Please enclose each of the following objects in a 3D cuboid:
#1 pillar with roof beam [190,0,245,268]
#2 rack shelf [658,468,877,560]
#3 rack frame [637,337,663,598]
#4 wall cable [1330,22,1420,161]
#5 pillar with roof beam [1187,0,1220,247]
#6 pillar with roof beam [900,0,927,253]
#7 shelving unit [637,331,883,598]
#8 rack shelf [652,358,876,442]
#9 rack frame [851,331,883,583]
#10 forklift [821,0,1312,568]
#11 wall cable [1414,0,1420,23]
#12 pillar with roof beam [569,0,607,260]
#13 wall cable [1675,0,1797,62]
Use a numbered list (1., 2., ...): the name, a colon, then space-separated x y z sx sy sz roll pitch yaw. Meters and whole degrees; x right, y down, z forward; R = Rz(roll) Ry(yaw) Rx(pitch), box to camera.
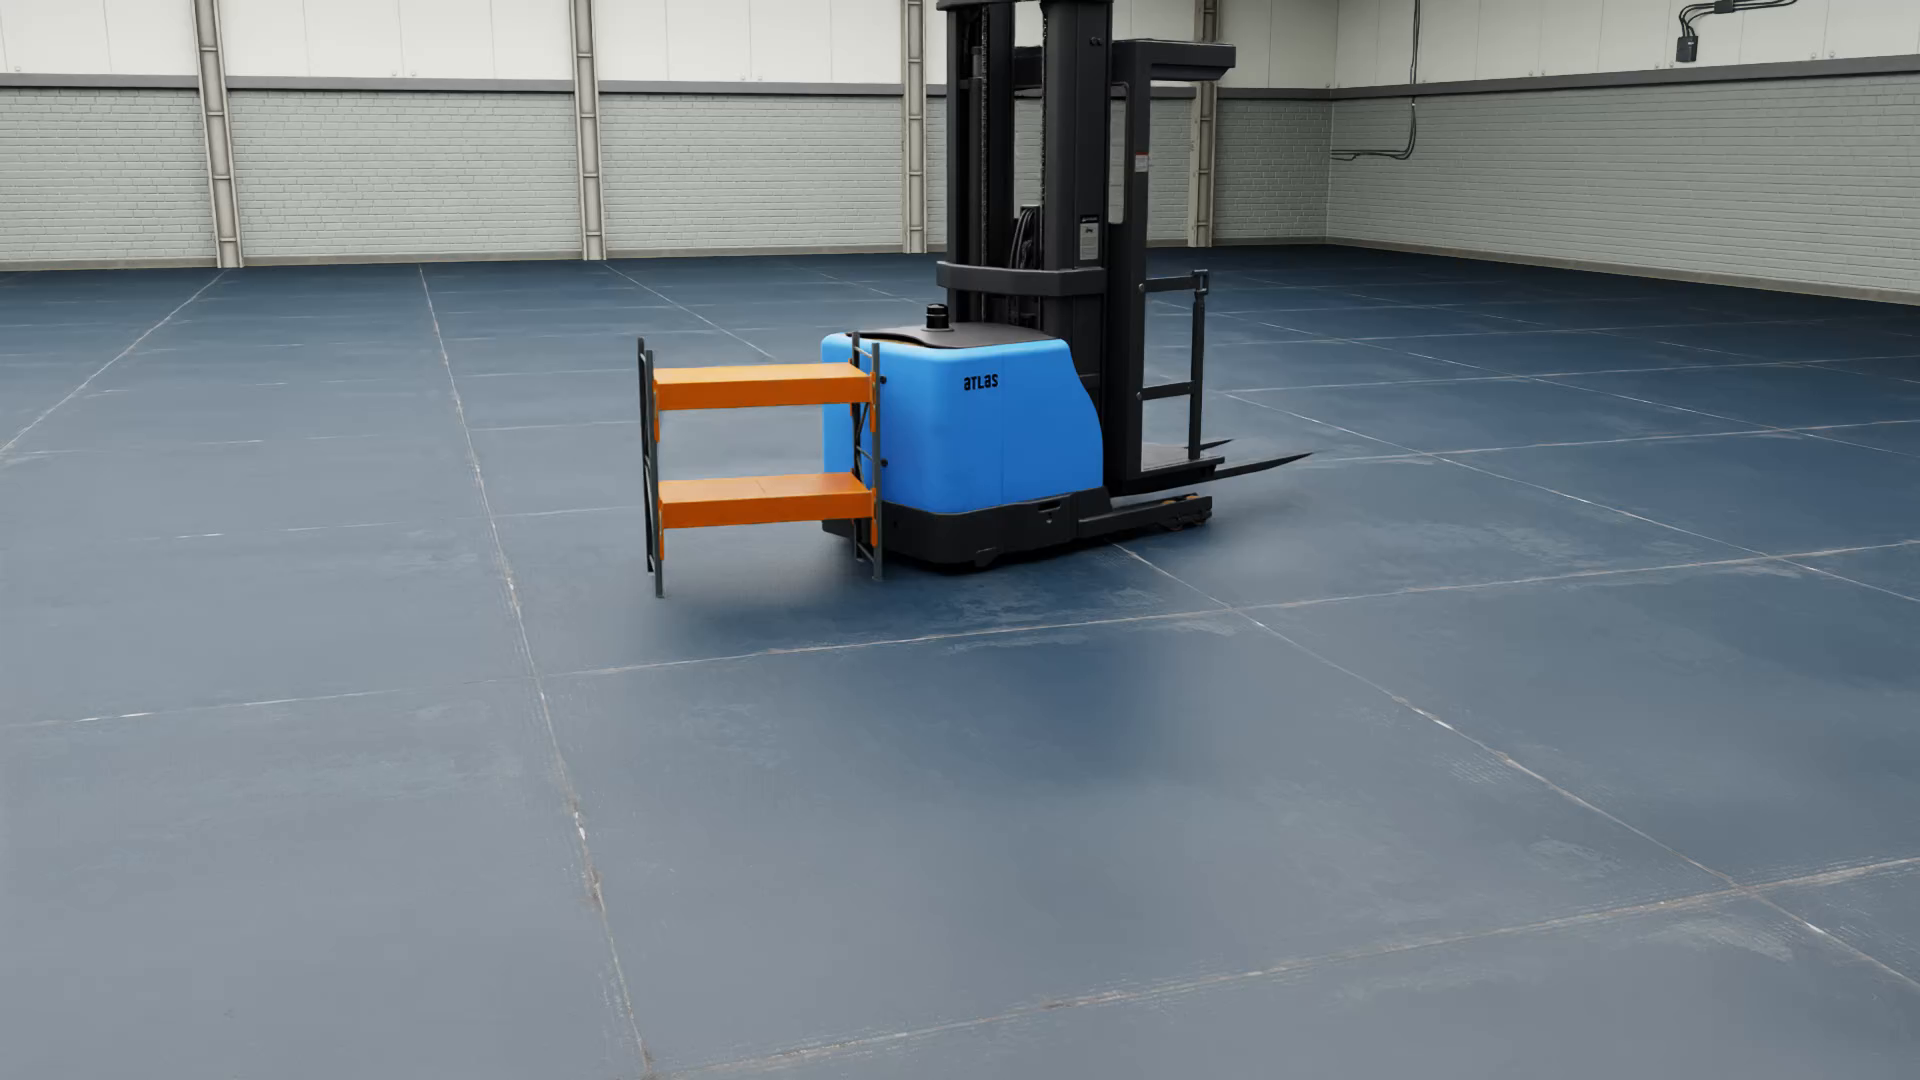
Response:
1. pillar with roof beam: -10.864 -8.018 22.906 0.400 9.000 9.100 -4 14 -18
2. rack shelf: -0.934 -0.133 7.827 1.000 0.278 0.538 -4 14 -15
3. rack frame: -1.425 -0.340 7.642 0.032 1.125 0.500 -4 14 -15
4. wall cable: 8.037 -8.708 32.515 0.112 2.526 3.097 -4 14 -18
5. pillar with roof beam: 6.196 -9.347 28.491 0.400 9.000 9.100 -4 14 -18
6. pillar with roof beam: 0.510 -8.904 26.630 0.400 9.000 9.100 -4 14 -18
7. shelving unit: -0.934 -0.371 7.771 1.048 1.125 0.538 -4 14 -15
8. rack shelf: -0.934 -0.655 7.703 1.000 0.278 0.538 -4 14 -15
9. rack frame: -0.443 -0.401 7.899 0.032 1.125 0.500 -4 14 -15
10. forklift: 0.729 -1.554 8.842 3.031 2.935 1.130 -11 18 -40
11. wall cable: 8.900 -10.571 29.436 0.112 2.526 3.097 -4 14 -18
12. pillar with roof beam: -5.177 -8.461 24.768 0.400 9.000 9.100 -4 14 -18
13. wall cable: 11.050 -9.790 23.004 0.169 6.003 2.305 -4 14 -18
